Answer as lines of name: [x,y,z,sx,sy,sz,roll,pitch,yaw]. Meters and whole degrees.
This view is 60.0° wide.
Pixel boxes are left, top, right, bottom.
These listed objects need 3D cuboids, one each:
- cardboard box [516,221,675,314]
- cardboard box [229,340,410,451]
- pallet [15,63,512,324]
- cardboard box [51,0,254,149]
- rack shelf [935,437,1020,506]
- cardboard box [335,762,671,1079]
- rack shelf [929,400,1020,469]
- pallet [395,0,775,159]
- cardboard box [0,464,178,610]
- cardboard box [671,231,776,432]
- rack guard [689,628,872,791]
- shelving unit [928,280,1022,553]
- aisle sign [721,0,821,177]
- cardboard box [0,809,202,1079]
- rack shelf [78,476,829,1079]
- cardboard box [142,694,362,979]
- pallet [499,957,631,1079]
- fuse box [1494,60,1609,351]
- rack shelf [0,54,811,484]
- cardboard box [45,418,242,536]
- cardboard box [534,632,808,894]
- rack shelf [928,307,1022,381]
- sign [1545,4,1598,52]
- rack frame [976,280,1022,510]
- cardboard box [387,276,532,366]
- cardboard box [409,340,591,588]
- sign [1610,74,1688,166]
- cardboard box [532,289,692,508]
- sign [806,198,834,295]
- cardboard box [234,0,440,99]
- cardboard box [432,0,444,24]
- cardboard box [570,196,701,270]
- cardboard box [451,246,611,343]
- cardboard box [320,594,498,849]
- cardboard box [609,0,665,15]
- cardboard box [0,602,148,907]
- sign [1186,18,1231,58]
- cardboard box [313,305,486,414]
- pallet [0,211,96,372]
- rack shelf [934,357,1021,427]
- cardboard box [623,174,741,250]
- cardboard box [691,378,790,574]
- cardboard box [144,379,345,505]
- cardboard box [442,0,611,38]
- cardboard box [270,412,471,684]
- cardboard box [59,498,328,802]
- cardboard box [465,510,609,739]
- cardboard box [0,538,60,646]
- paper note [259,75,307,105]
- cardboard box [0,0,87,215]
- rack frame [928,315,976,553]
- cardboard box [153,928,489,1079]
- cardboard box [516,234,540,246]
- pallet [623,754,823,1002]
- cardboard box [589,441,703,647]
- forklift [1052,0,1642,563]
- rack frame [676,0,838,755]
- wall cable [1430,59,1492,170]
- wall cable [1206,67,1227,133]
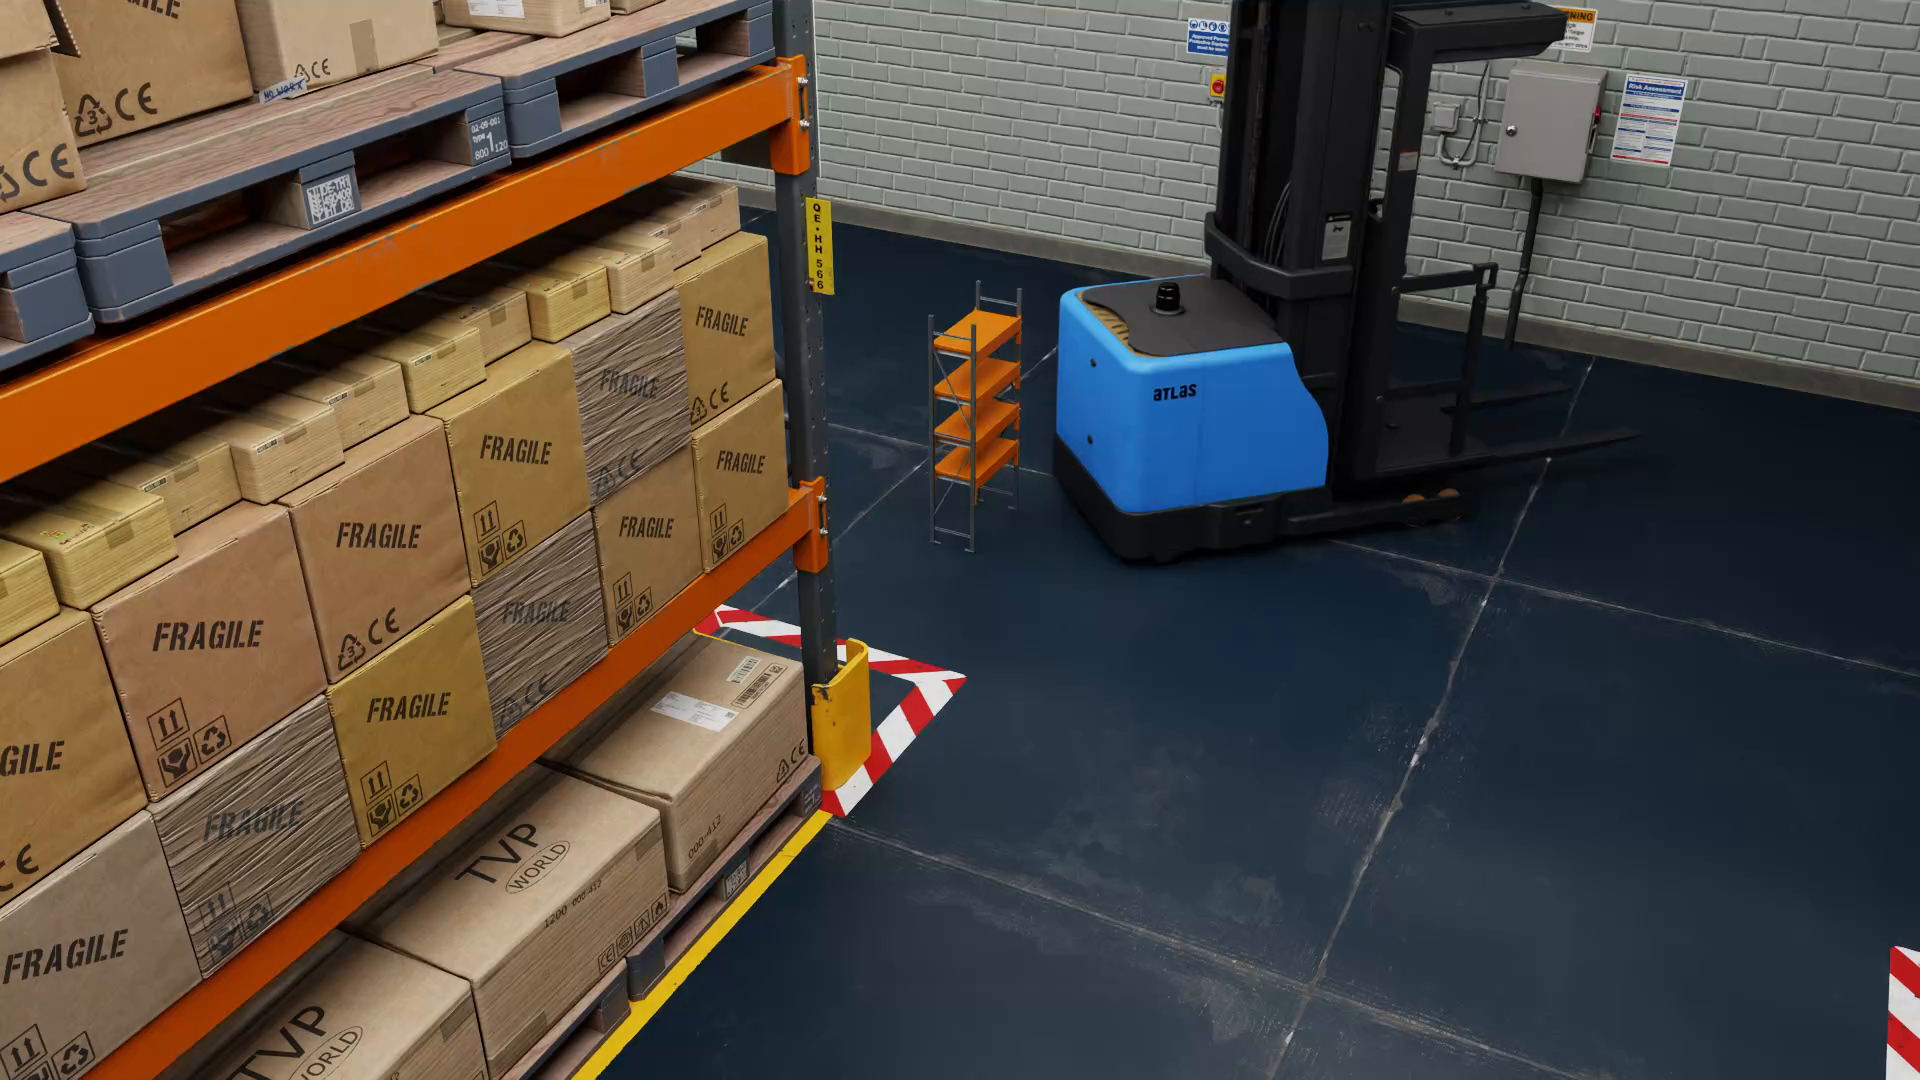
cardboard box: [-1.068,-0.802,4.879,0.380,0.149,0.250,14,33,23]
cardboard box: [-1.600,-0.364,4.115,0.380,0.149,0.250,15,33,25]
pallet: [-1.829,-0.888,3.862,1.003,0.211,1.213,14,33,23]
cardboard box: [-1.998,-1.210,3.711,0.500,0.500,0.500,15,33,24]
rack shelf: [0.075,-0.363,8.211,0.258,0.148,0.480,14,33,23]
cardboard box: [-1.567,1.152,5.384,0.875,0.438,0.875,15,33,25]
rack shelf: [0.075,-0.535,8.112,0.258,0.148,0.480,14,33,23]
pallet: [-1.275,-1.431,4.807,1.003,0.211,1.213,14,33,23]
cardboard box: [-1.897,-0.014,3.506,0.380,0.149,0.250,13,32,22]
cardboard box: [-0.954,-0.709,5.369,0.500,0.500,0.500,15,33,25]
rack guard: [-0.935,0.573,6.750,1.175,0.500,0.348,14,33,23]
shelving unit: [0.075,-0.594,8.079,0.258,1.200,0.503,14,33,23]
aisle sign: [-0.637,-1.589,5.395,0.394,0.787,0.004,14,33,23]
cardboard box: [-2.088,0.859,3.642,0.500,0.500,0.500,15,33,24]
rack shelf: [-1.857,0.698,4.744,1.077,0.370,4.000,14,33,23]
cardboard box: [-1.856,0.640,4.023,0.500,0.500,0.500,15,33,24]
pallet: [-1.797,1.620,5.217,1.003,0.211,1.213,14,33,23]
fuse box: [3.406,-1.905,9.850,0.539,1.711,0.414,14,33,23]
rack shelf: [-1.857,-0.602,3.997,1.077,0.370,4.000,14,33,23]
cardboard box: [-1.856,-0.144,3.733,0.380,0.149,0.250,14,33,23]
cardboard box: [-1.158,0.744,6.093,0.875,0.438,0.875,13,32,22]
rack shelf: [0.075,-0.934,7.883,0.258,0.148,0.480,14,33,23]
sign: [3.451,-2.927,9.505,0.339,0.242,0.001,14,33,23]
rack frame: [0.187,-0.702,8.267,0.240,1.200,0.015,14,33,23]
cardboard box: [-1.402,-0.600,4.527,0.380,0.149,0.250,14,33,23]
cardboard box: [-1.394,-0.253,4.573,0.500,0.500,0.500,14,33,23]
sign: [3.940,-2.403,9.517,0.329,0.494,0.001,14,33,23]
cardboard box: [-1.166,-0.471,4.954,0.500,0.500,0.500,14,33,23]
sign: [-0.469,-0.976,5.537,0.100,0.325,0.005,14,33,23]
cardboard box: [-1.672,-1.336,4.119,0.500,0.311,0.500,15,33,24]
cardboard box: [-1.646,-1.487,4.546,0.380,0.149,0.250,16,33,25]
cardboard box: [-1.025,-0.936,5.112,0.380,0.149,0.250,15,33,24]
cardboard box: [-1.219,-0.700,4.701,0.380,0.149,0.250,15,33,24]
cardboard box: [-1.621,0.411,4.421,0.500,0.500,0.500,15,33,25]
cardboard box: [-1.071,-1.742,4.887,0.500,0.250,0.500,11,32,19]
cardboard box: [-2.100,0.417,3.407,0.500,0.500,0.500,14,33,23]
sign: [1.587,-3.161,10.470,0.327,0.218,0.001,14,33,23]
cardboard box: [-1.464,-0.476,4.311,0.380,0.149,0.250,15,33,24]
pallet: [-2.386,-0.350,2.924,1.003,0.211,1.213,14,33,23]
rack shelf: [0.075,-0.729,8.001,0.258,0.148,0.480,14,33,23]
cardboard box: [-0.931,-1.054,5.317,0.380,0.149,0.250,15,33,24]
cardboard box: [-0.930,-0.270,5.607,0.500,0.500,0.500,14,33,24]
cardboard box: [-1.683,-0.237,3.895,0.380,0.149,0.250,14,33,23]
cardboard box: [-1.191,-1.494,4.557,0.380,0.149,0.250,12,32,19]
cardboard box: [-1.625,-0.030,4.186,0.500,0.500,0.500,14,33,23]
cardboard box: [-1.856,0.193,3.798,0.500,0.500,0.500,15,33,24]
cardboard box: [-1.398,0.180,4.825,0.500,0.500,0.500,15,33,25]
cardboard box: [-2.044,0.097,3.313,0.380,0.149,0.250,14,33,23]
paper note: [-1.385,-0.922,3.405,0.006,0.032,0.123,14,33,23]
cardboard box: [-2.182,-0.903,3.173,0.797,0.503,0.637,17,34,27]
rack frame: [-0.036,-0.486,7.891,0.240,1.200,0.015,14,33,23]
cardboard box: [-1.979,1.551,4.688,0.875,0.438,0.875,13,32,22]
cardboard box: [-1.410,-1.032,5.278,0.380,0.149,0.250,15,33,24]
pallet: [-1.241,1.081,6.155,1.003,0.211,1.213,14,33,23]
cardboard box: [-1.172,-0.051,5.226,0.500,0.500,0.500,14,33,22]
forklift: [2.058,-1.576,8.051,3.031,2.935,1.130,-9,31,-15]
rack frame: [-0.946,-0.500,6.109,1.000,3.000,0.127,14,33,23]
wall cable: [2.870,-3.129,9.667,0.588,1.984,0.122,14,33,23]
wall cable: [1.602,-3.459,10.210,0.585,1.953,0.123,14,33,23]
